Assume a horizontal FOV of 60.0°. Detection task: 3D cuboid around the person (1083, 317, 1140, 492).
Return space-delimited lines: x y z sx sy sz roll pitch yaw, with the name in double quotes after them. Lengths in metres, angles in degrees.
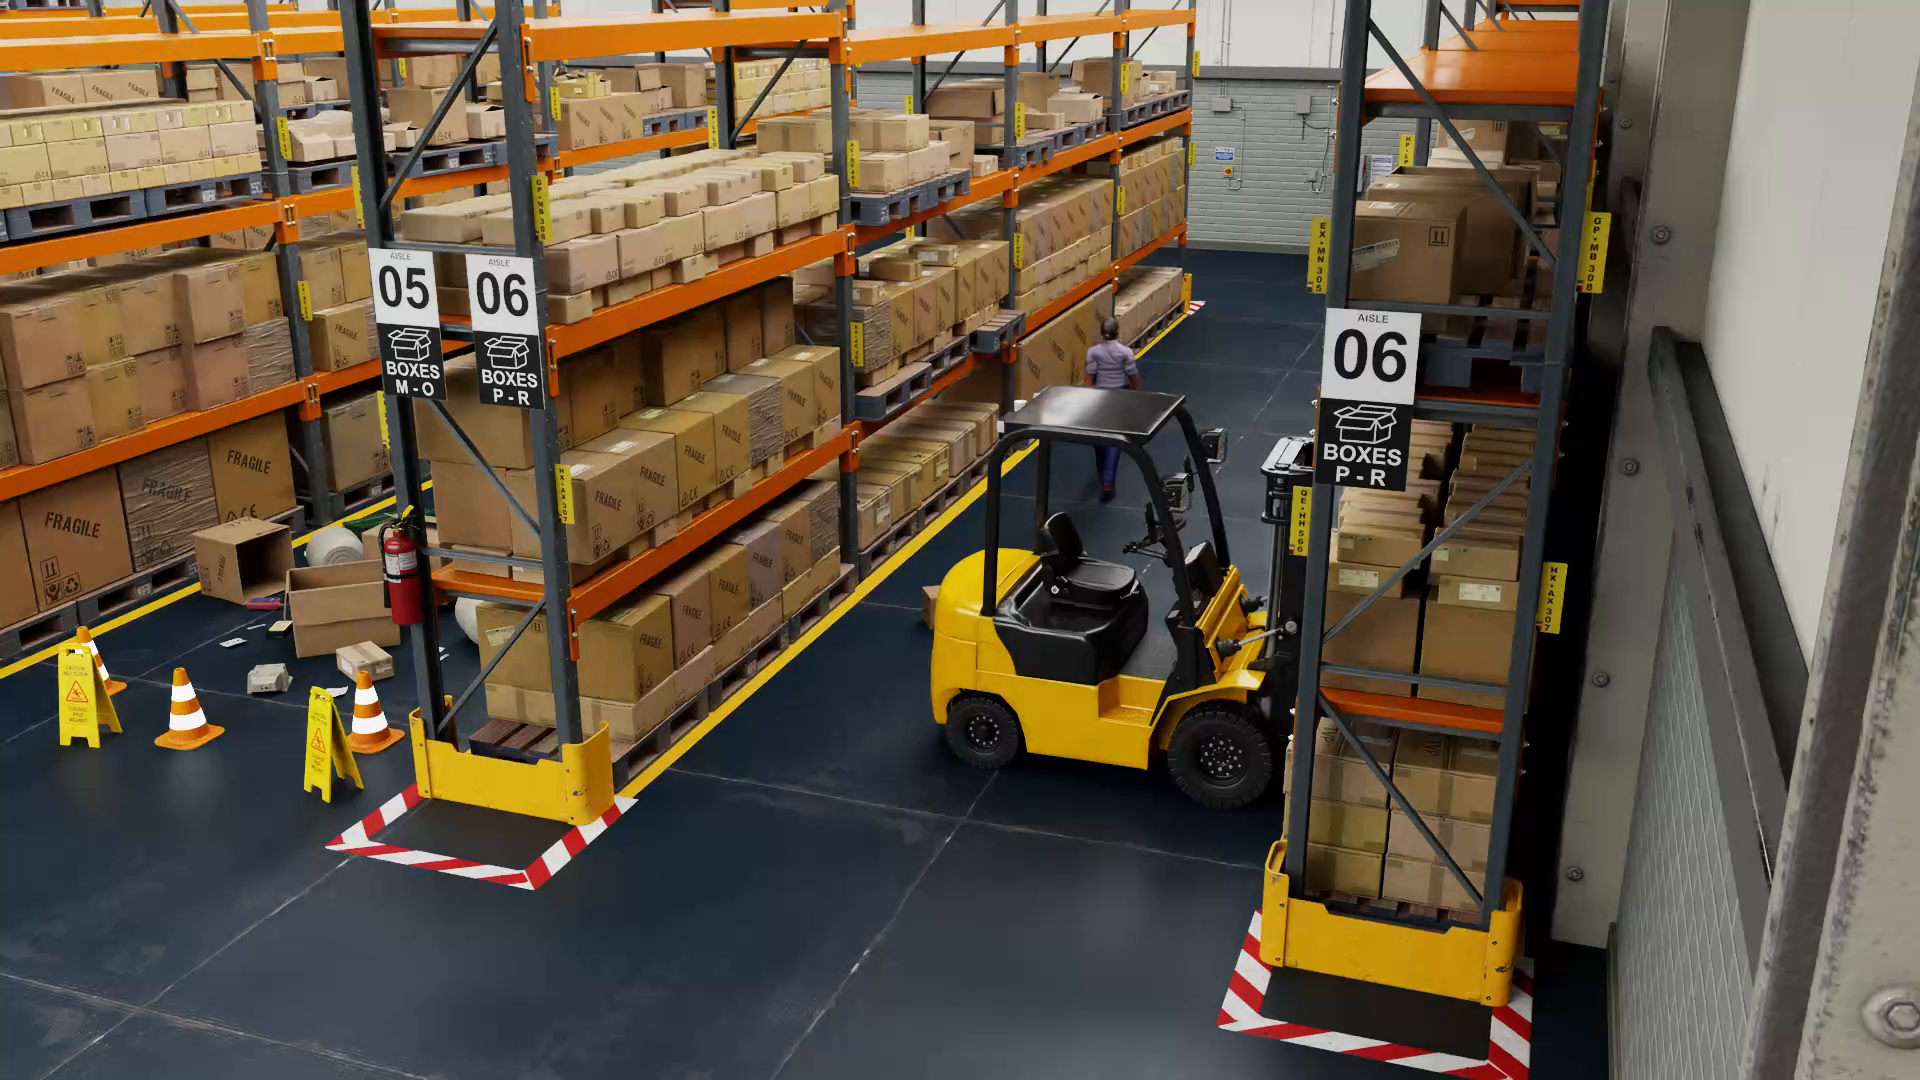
1.402 -1.275 15.348 0.499 1.579 0.997 5 19 14 "person"
